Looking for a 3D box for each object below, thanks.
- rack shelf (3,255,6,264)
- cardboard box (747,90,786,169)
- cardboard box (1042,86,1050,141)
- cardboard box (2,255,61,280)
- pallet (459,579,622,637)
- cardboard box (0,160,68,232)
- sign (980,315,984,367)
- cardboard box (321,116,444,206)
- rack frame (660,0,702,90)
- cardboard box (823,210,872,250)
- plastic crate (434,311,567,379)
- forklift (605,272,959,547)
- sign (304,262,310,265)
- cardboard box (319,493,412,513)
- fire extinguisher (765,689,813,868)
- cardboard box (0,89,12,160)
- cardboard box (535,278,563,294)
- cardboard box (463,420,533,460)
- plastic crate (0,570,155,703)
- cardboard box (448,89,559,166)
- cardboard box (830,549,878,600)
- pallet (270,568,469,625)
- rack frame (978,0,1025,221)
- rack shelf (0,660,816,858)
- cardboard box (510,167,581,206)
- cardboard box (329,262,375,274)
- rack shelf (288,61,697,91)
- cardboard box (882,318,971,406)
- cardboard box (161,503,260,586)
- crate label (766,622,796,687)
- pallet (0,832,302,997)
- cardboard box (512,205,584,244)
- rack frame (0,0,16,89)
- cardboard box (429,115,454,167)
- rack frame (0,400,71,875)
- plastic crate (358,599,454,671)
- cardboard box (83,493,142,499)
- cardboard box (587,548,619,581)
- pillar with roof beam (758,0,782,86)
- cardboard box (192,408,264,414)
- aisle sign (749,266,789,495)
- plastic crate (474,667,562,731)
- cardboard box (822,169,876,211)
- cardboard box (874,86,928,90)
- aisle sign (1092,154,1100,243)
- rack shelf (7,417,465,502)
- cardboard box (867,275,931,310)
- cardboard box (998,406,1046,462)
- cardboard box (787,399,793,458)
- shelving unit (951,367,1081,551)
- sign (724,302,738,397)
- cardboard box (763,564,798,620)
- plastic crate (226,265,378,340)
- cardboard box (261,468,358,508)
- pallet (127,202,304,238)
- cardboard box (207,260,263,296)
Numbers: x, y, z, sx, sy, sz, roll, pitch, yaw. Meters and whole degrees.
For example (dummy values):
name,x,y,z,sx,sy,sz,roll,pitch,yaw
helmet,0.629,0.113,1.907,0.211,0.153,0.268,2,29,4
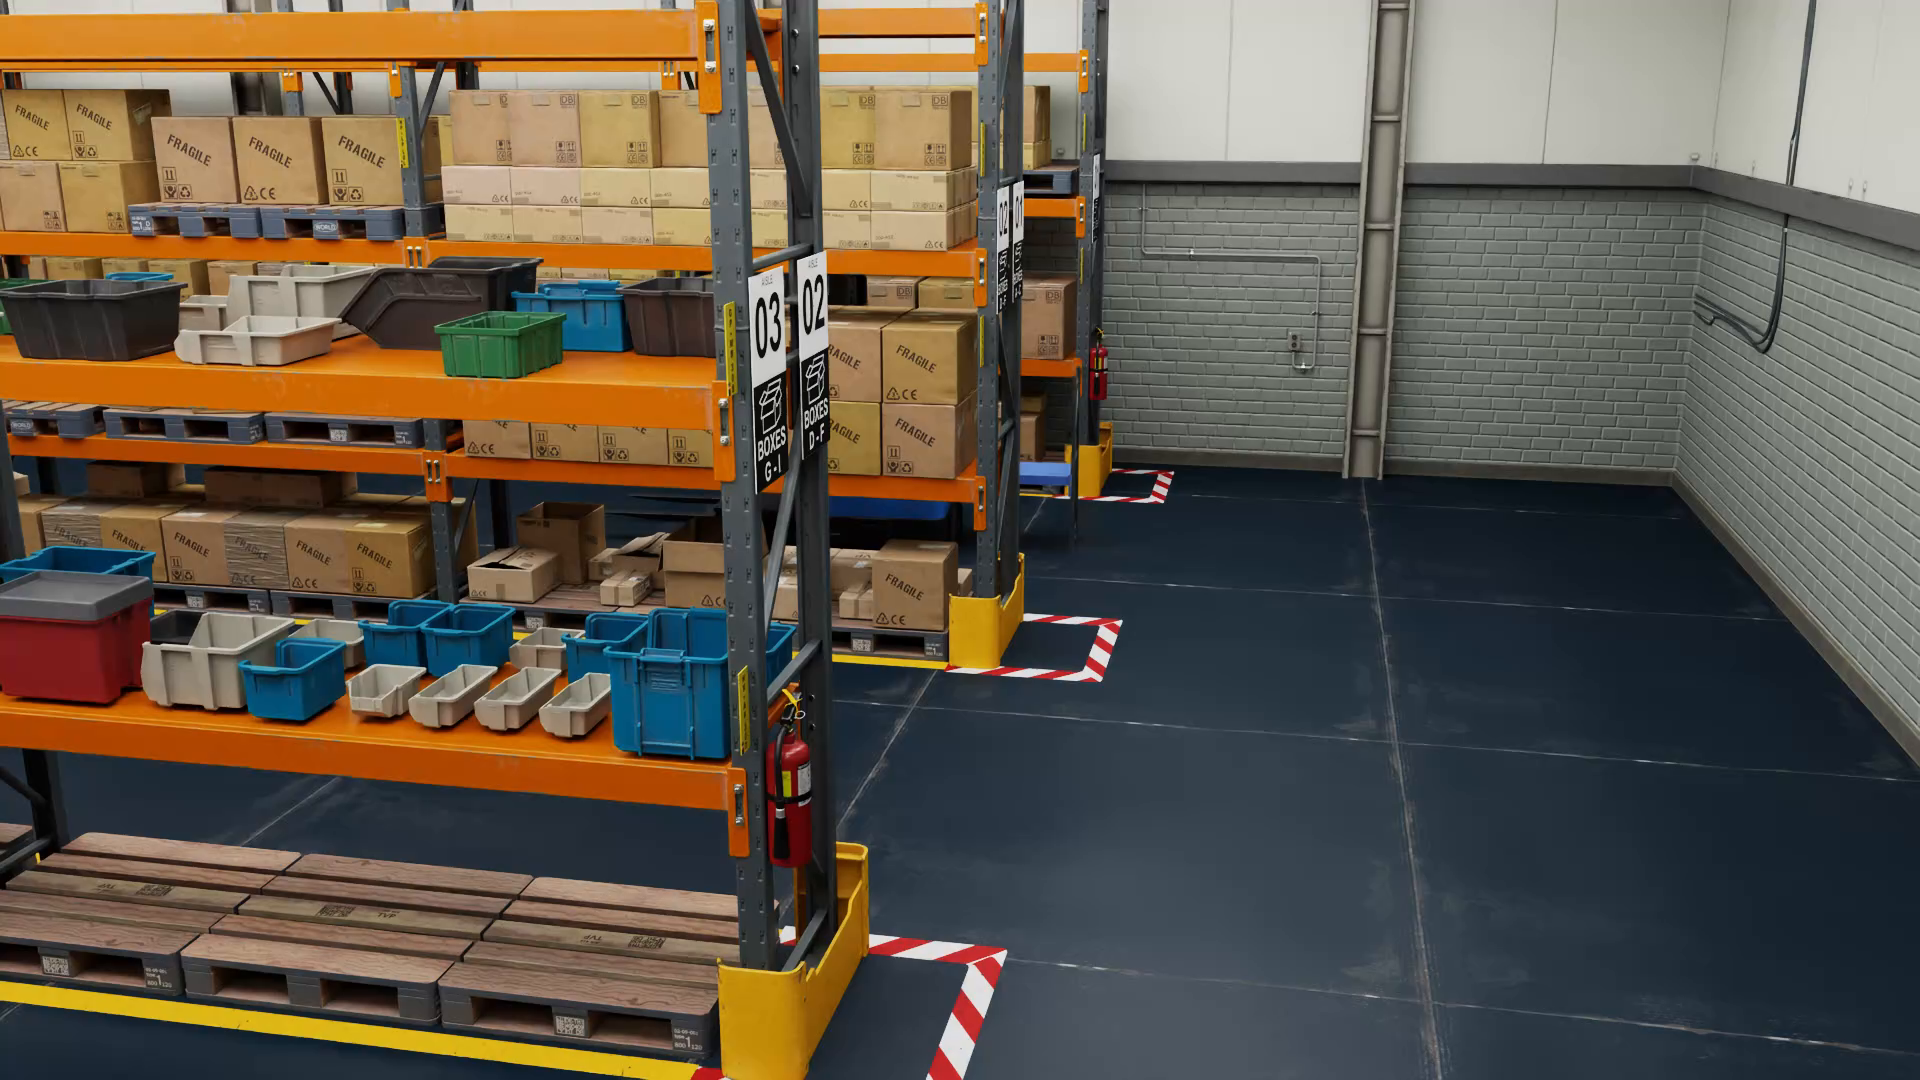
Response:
name,x,y,z,sx,sy,sz,roll,pitch,yaw
rack shelf,-9.526,-2.351,13.089,4.000,0.370,1.077,3,16,11
cardboard box,-1.218,-2.766,11.180,0.500,0.500,0.700,3,16,11
cardboard box,0.590,-4.103,15.970,0.500,0.500,0.500,2,16,9
cardboard box,-10.010,-2.879,18.254,0.500,0.500,0.700,3,16,11
pallet,-2.973,0.448,12.480,1.213,0.211,1.003,3,16,11
cardboard box,-6.632,-2.598,12.445,0.500,0.500,0.910,3,16,11
sign,0.143,-1.286,10.756,0.005,0.325,0.100,3,16,11
cardboard box,-4.125,-2.723,11.924,0.600,0.600,0.600,2,16,6
rack frame,-2.663,-5.120,16.119,0.127,3.000,1.000,3,16,11
cardboard box,-0.770,-2.081,11.048,0.500,0.250,0.500,3,16,11
plastic crate,-1.741,-0.746,6.343,0.336,0.188,0.450,3,16,11
forklift,-1.559,-1.471,14.311,3.031,2.935,1.130,2,16,8
sign,-6.681,-2.819,17.030,0.005,0.325,0.100,3,16,11
cardboard box,-4.597,-0.055,12.931,0.500,0.500,0.500,3,16,12
fire extinguisher,-0.660,0.919,6.398,0.183,0.674,0.296,3,16,11
cardboard box,-7.140,-3.096,12.372,0.500,0.500,0.500,3,16,11
cardboard box,-4.158,-2.442,16.908,0.500,0.500,0.500,3,16,11
cardboard box,-3.201,-0.883,11.872,0.500,0.500,0.500,4,16,13
plastic crate,-3.812,0.416,7.139,0.583,0.464,0.402,3,16,11
cardboard box,-3.162,-2.893,11.636,0.500,0.500,0.700,3,16,11
cardboard box,-0.693,0.263,12.249,0.500,0.250,0.500,3,16,11
pallet,-4.451,0.378,12.734,1.213,0.211,1.003,3,16,11
rack frame,0.274,-3.611,10.672,0.127,3.000,1.000,3,16,11
rack shelf,-2.677,0.816,7.276,4.000,0.370,1.077,3,16,11
cardboard box,-2.729,-2.430,11.372,0.500,0.250,0.500,3,16,11
cardboard box,-6.161,-2.911,17.196,0.500,0.250,0.500,3,16,12
rack shelf,-4.623,-4.687,16.653,4.000,0.370,1.077,3,16,11
cardboard box,-0.217,-1.202,11.152,0.500,0.500,0.500,3,16,11
cardboard box,-5.660,0.027,12.635,0.500,0.500,0.500,3,16,9
crate label,-0.894,0.528,7.168,0.303,0.233,0.416,3,16,11
pallet,-3.909,1.735,7.832,1.213,0.211,1.003,3,16,11
cardboard box,-2.730,-2.188,11.434,0.500,0.250,0.500,3,16,11
rack frame,-10.502,-5.546,17.655,0.127,3.000,1.000,3,16,11
cardboard box,-5.027,-4.089,17.006,0.500,0.500,0.700,4,16,14
rack frame,-4.637,0.363,7.564,0.127,3.000,1.000,3,16,11
plastic crate,-2.478,0.442,7.479,0.300,0.233,0.416,3,16,11
cardboard box,-6.603,-0.165,13.326,0.500,0.500,0.500,4,16,13
cardboard box,-2.652,0.189,12.706,0.250,0.149,0.380,3,16,11
pillar with roof beam,-2.662,-4.183,12.736,0.400,9.000,9.100,3,16,11
cardboard box,-5.390,-1.261,12.453,0.500,0.500,0.700,-1,16,-3
aisle sign,-0.705,-0.597,6.158,0.004,0.787,0.394,3,16,11
plastic crate,-1.834,0.658,6.878,0.243,0.136,0.396,3,16,11
cardboard box,-0.771,-2.321,10.979,0.500,0.250,0.500,3,16,11
cardboard box,-0.516,-4.024,15.683,0.500,0.500,0.500,2,16,9
aisle sign,1.268,-3.187,15.507,0.004,0.787,0.394,3,16,11
rack shelf,-5.606,-0.693,12.721,4.000,0.370,1.077,3,16,11
cardboard box,-0.705,-2.264,16.484,0.700,0.700,0.980,2,16,8
cardboard box,0.551,-1.025,16.469,0.500,0.500,0.700,3,16,11
cardboard box,-1.217,-0.776,11.486,0.500,0.500,0.500,3,16,12
shelving unit,0.479,-0.713,14.258,1.048,1.500,0.538,2,16,8
sign,-0.811,-0.675,5.887,0.005,0.325,0.100,3,16,11
cardboard box,-1.233,0.370,11.864,0.500,0.250,0.500,3,16,11
plastic crate,-2.828,-1.012,7.128,0.530,0.282,0.437,3,16,11
cardboard box,-5.052,-0.444,12.931,0.500,0.250,0.500,3,16,11
pallet,-5.288,-2.395,12.253,1.003,0.211,1.213,3,16,11
cardboard box,-7.598,-2.747,17.778,0.500,0.500,0.700,2,16,6
